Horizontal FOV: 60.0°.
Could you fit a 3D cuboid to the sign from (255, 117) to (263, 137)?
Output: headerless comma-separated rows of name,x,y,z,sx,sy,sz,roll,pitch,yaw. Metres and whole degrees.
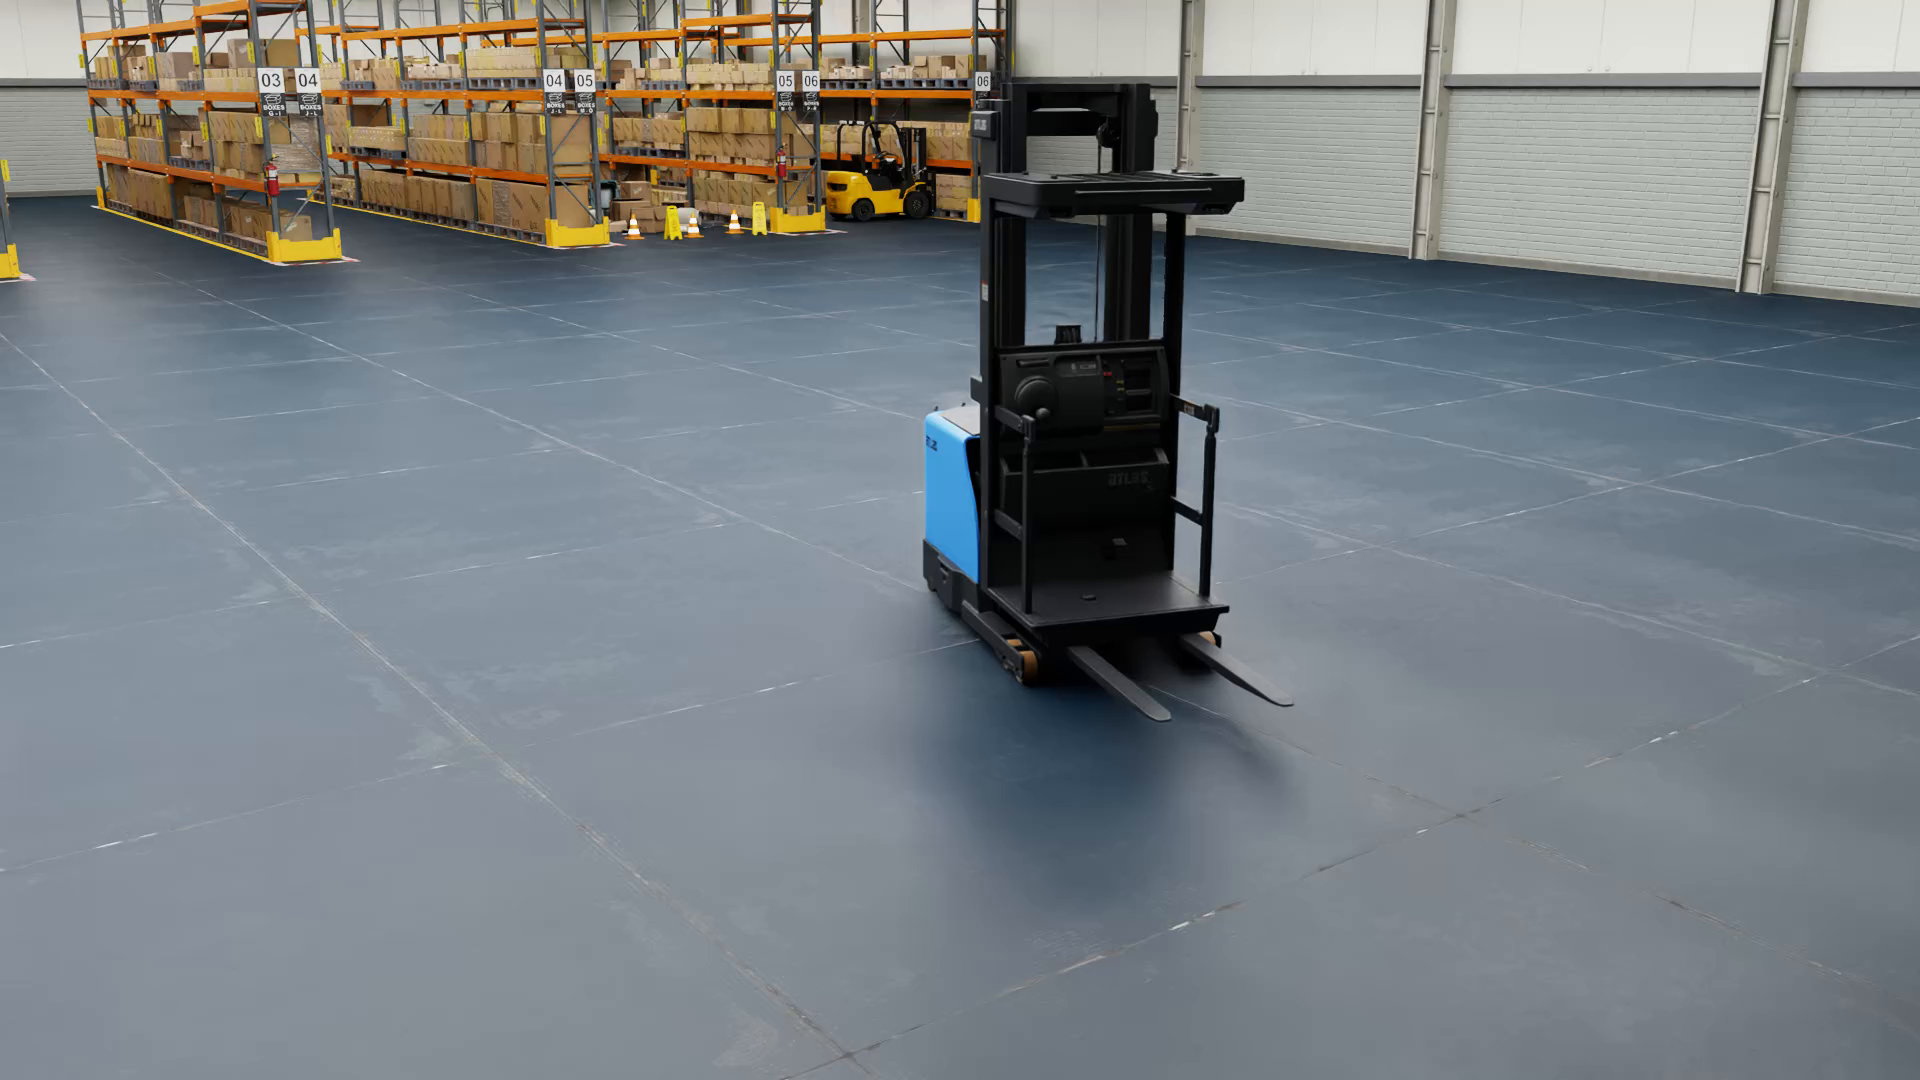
sign,-11.791,-6.942,27.968,0.100,0.325,0.005,-11,19,-35

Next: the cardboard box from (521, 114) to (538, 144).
cardboard box,-7.844,-7.843,31.721,0.875,0.550,0.550,-11,19,-35

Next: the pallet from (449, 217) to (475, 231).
pallet,-10.125,-6.724,35.243,1.003,0.211,1.213,-11,19,-35

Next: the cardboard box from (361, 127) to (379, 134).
cardboard box,-13.842,-9.615,39.077,0.380,0.149,0.250,-11,19,-35

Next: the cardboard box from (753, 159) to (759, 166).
cardboard box,-4.079,-7.872,34.632,0.380,0.149,0.250,-11,19,-35

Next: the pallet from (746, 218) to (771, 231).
pallet,-3.808,-6.702,35.163,1.003,0.211,1.213,-11,19,-35

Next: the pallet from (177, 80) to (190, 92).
pallet,-14.571,-8.893,32.560,1.213,0.211,1.003,-11,19,-35

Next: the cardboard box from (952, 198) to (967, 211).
cardboard box,0.167,-7.551,37.394,0.500,0.250,0.500,-11,19,-34

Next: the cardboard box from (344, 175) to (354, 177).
cardboard box,-15.794,-9.421,43.293,0.380,0.149,0.250,-11,19,-36

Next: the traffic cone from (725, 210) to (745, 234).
traffic cone,-4.611,-6.520,34.020,0.336,0.463,0.334,-11,19,-35

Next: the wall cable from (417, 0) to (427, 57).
wall cable,-16.294,-15.333,50.050,0.463,3.000,0.029,-11,19,-35

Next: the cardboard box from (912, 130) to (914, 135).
cardboard box,-0.949,-9.451,38.508,0.380,0.149,0.250,-12,19,-36

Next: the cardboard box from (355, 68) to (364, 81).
cardboard box,-13.967,-11.010,39.312,0.500,0.311,0.500,-11,19,-35

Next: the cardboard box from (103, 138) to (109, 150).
cardboard box,-20.071,-9.439,39.601,0.500,0.250,0.500,-12,19,-36

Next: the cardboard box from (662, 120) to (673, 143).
cardboard box,-6.416,-9.269,37.711,0.500,0.500,0.500,-11,19,-34

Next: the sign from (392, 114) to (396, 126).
sign,-13.868,-10.270,40.722,0.100,0.325,0.005,-11,19,-35

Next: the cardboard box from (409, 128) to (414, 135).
cardboard box,-12.534,-9.434,38.415,0.380,0.149,0.250,-12,19,-37

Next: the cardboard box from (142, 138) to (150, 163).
cardboard box,-17.420,-8.463,36.127,0.500,0.500,0.500,-10,18,-33

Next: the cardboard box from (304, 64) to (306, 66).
cardboard box,-16.660,-12.182,42.802,0.380,0.149,0.250,-11,19,-35

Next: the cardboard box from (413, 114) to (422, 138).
cardboard box,-11.707,-9.203,36.936,0.700,0.500,0.500,-11,19,-35

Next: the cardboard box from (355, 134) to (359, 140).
cardboard box,-14.149,-9.583,39.526,0.380,0.149,0.250,-10,18,-33

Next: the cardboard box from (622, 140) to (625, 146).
cardboard box,-7.838,-9.477,39.702,0.380,0.149,0.250,-12,20,-38

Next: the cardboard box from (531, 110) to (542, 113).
cardboard box,-10.871,-11.002,43.510,0.500,0.500,0.500,-11,19,-35

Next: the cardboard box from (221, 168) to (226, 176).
cardboard box,-13.493,-6.849,30.895,0.380,0.149,0.250,-11,19,-35

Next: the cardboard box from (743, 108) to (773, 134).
cardboard box,-4.083,-8.710,34.571,0.700,0.500,0.500,-11,19,-34

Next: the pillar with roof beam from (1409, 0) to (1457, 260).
pillar with roof beam,4.592,-8.574,25.358,9.100,9.000,0.400,-11,19,-35

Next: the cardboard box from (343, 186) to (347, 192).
cardboard box,-15.098,-8.723,41.308,0.380,0.149,0.250,-12,19,-36

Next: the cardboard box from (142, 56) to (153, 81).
cardboard box,-17.030,-10.009,35.297,0.500,0.500,0.500,-10,18,-32

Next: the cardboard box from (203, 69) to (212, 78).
cardboard box,-13.740,-8.617,30.725,0.380,0.149,0.250,-12,19,-36

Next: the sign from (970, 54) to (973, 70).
sign,0.251,-10.377,36.100,0.100,0.325,0.005,-11,19,-35

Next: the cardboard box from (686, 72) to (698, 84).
cardboard box,-5.629,-10.087,36.288,0.500,0.250,0.500,-11,19,-36

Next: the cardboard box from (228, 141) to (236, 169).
cardboard box,-12.827,-7.050,30.400,0.875,0.500,0.500,-11,19,-35

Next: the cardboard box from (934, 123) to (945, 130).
cardboard box,-0.358,-9.374,37.661,0.380,0.149,0.250,-10,18,-33

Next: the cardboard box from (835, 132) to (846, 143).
cardboard box,-2.753,-9.930,41.011,0.500,0.250,0.500,-10,18,-33

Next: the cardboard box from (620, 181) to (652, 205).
cardboard box,-7.088,-7.583,36.399,0.500,0.500,0.500,-11,19,-35

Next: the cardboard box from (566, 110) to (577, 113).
cardboard box,-9.729,-10.594,42.018,0.500,0.500,0.500,-11,19,-36

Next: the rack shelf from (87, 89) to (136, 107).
rack shelf,-19.562,-10.403,39.083,1.077,0.370,4.000,-11,19,-35

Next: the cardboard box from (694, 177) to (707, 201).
cardboard box,-5.538,-7.776,36.797,0.500,0.500,0.500,-10,18,-32

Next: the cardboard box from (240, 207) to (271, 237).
cardboard box,-13.137,-5.952,31.079,0.500,0.500,0.500,-5,16,-17

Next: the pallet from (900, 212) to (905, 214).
pallet,-1.220,-7.956,39.744,1.003,0.211,1.213,-11,19,-35

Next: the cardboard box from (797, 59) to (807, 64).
cardboard box,-3.776,-11.884,41.960,0.500,0.500,0.500,-11,19,-34

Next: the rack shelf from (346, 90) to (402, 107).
rack shelf,-13.139,-10.297,38.696,1.077,0.370,4.000,-11,19,-35

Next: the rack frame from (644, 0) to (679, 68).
rack frame,-8.709,-14.933,48.590,1.000,3.000,0.127,-11,19,-35

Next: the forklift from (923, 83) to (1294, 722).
forklift,0.721,-0.808,8.476,1.130,2.935,3.031,-5,16,-18

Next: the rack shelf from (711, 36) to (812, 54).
rack shelf,-5.181,-13.112,44.057,1.077,0.370,4.000,-11,19,-35

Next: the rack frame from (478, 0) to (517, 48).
rack frame,-12.722,-14.162,45.772,1.000,3.000,0.127,-11,19,-35

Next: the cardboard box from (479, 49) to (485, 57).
cardboard box,-9.223,-9.584,32.709,0.380,0.149,0.250,-11,19,-35

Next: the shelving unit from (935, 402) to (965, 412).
shelving unit,-0.005,-0.436,10.964,0.258,0.900,0.210,-11,19,-35

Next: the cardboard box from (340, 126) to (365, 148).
cardboard box,-14.828,-9.875,40.722,0.500,0.500,0.500,-11,19,-34

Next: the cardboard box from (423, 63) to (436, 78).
cardboard box,-11.119,-10.019,35.503,0.500,0.311,0.500,-11,19,-36

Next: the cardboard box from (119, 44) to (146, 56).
cardboard box,-18.934,-11.185,37.984,0.500,0.250,0.500,-12,20,-38

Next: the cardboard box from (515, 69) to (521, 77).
cardboard box,-8.176,-8.819,31.426,0.380,0.149,0.250,-11,19,-34

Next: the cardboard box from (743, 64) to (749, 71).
cardboard box,-4.283,-9.816,34.543,0.380,0.149,0.250,-11,19,-35

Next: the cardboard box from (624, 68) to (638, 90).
cardboard box,-7.469,-10.851,39.169,0.700,0.500,0.500,-11,19,-35
